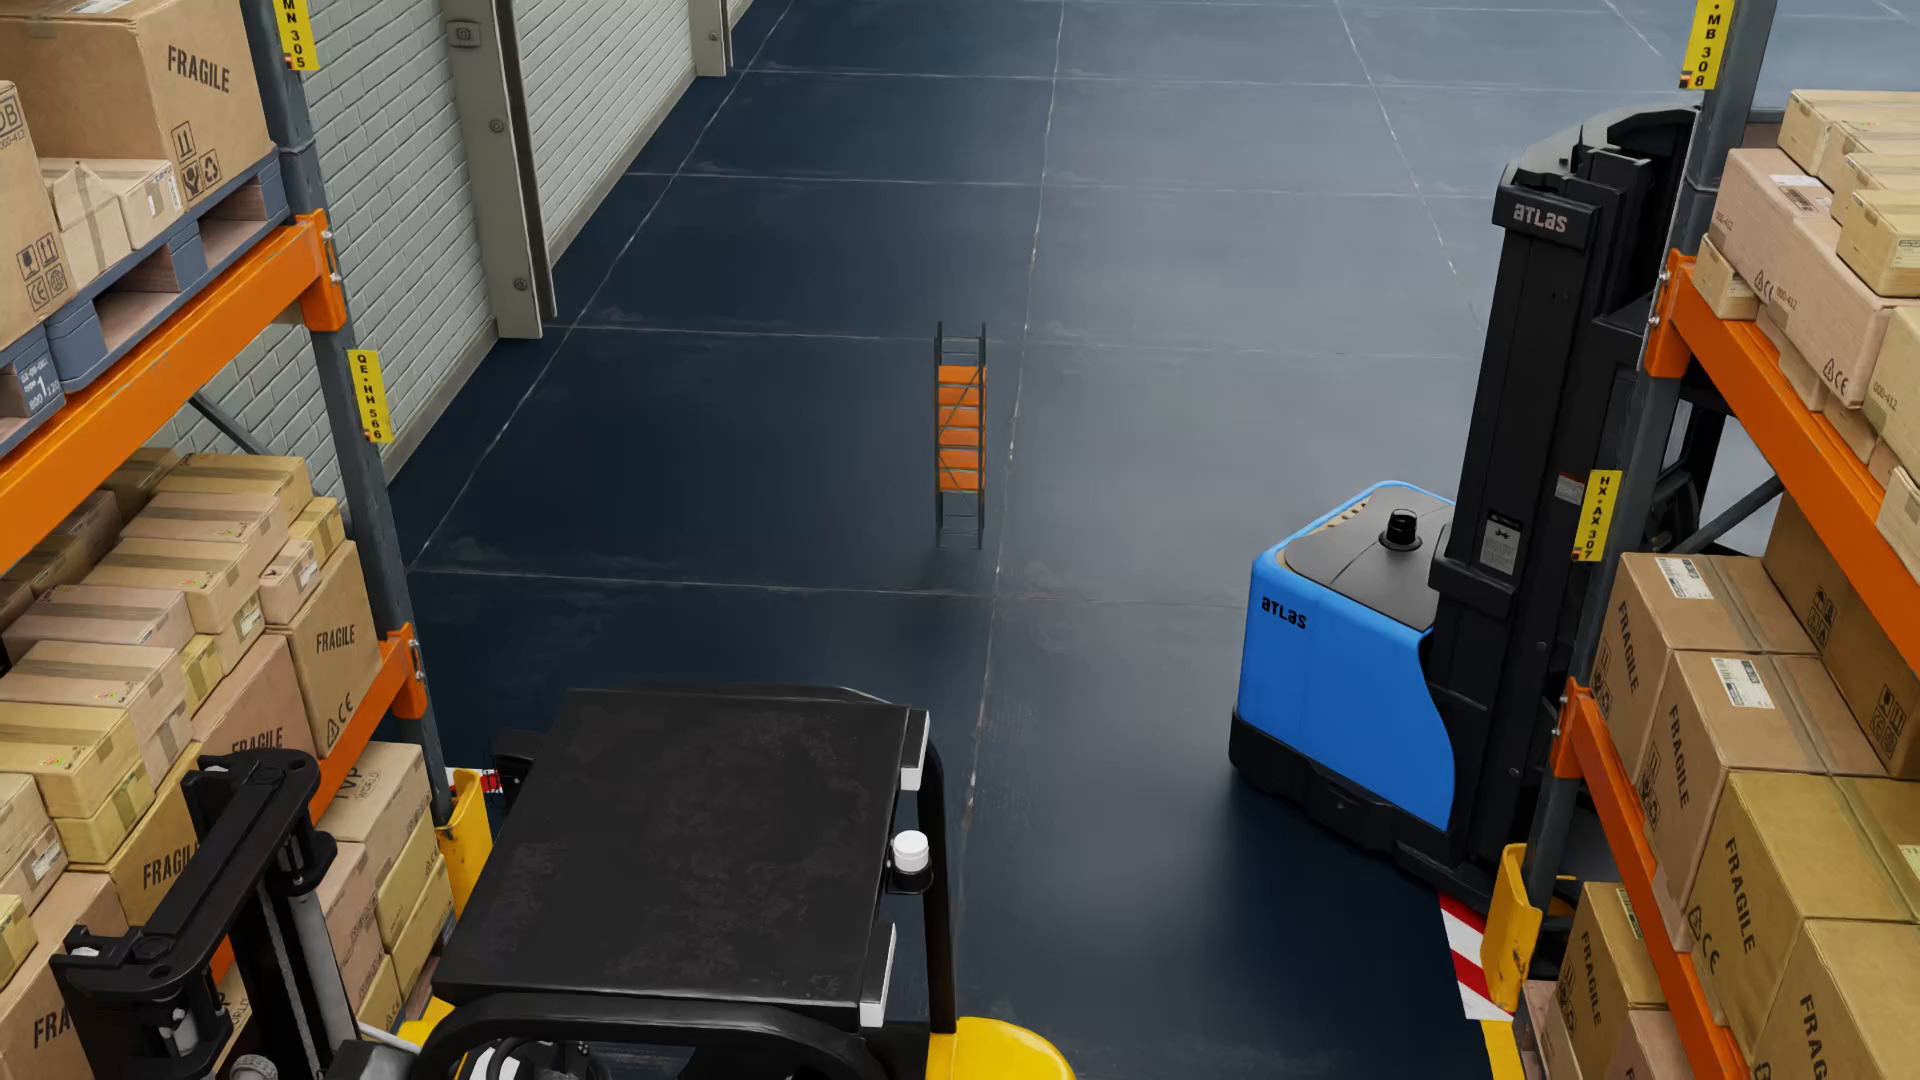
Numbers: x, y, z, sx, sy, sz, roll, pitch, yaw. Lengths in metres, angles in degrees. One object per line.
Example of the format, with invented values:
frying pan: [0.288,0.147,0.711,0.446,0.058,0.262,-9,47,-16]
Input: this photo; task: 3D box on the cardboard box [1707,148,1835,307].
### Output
cardboard box: [2.221,-0.770,4.141,0.500,0.250,0.500,2,32,3]

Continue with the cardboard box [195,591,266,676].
cardboard box: [-2.242,0.250,4.771,0.380,0.149,0.250,3,32,5]

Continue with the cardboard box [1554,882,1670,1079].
cardboard box: [2.185,1.413,5.104,0.500,0.500,0.500,1,32,2]

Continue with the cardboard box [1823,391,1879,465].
cardboard box: [2.194,-0.284,3.732,0.380,0.149,0.250,2,32,4]

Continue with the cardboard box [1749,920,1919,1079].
cardboard box: [2.100,1.188,3.584,0.500,0.500,0.500,2,32,3]

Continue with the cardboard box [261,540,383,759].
cardboard box: [-2.198,0.334,5.254,0.500,0.500,0.500,2,32,3]

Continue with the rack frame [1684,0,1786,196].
rack frame: [2.528,-2.236,3.801,1.000,3.000,0.127,2,32,4]

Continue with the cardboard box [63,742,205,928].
cardboard box: [-2.291,0.873,4.380,0.500,0.500,0.500,2,32,3]

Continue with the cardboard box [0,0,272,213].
cardboard box: [-2.213,-1.191,4.374,0.500,0.500,0.500,3,32,6]

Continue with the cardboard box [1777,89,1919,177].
cardboard box: [2.296,-1.015,4.158,0.380,0.149,0.250,2,32,4]

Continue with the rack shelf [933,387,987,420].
rack shelf: [0.001,-0.685,8.345,0.258,0.103,0.180,2,32,4]

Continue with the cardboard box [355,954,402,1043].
cardboard box: [-2.193,1.618,5.486,0.500,0.250,0.500,2,32,4]

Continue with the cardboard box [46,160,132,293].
cardboard box: [-2.205,-0.755,3.889,0.396,0.266,0.258,3,32,4]

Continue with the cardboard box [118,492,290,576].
cardboard box: [-2.228,-0.011,4.912,0.380,0.149,0.250,3,32,4]

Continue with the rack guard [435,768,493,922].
rack guard: [-2.418,1.159,6.392,1.175,0.500,0.348,2,32,4]

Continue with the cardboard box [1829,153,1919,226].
cardboard box: [2.209,-0.754,3.735,0.380,0.149,0.250,2,32,4]

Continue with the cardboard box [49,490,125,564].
cardboard box: [-2.744,-0.035,4.950,0.380,0.149,0.250,4,32,6]

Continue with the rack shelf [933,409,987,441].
rack shelf: [0.001,-0.583,8.408,0.258,0.103,0.180,2,32,4]

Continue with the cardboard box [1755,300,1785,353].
cardboard box: [2.245,-0.552,4.166,0.380,0.149,0.250,1,32,2]

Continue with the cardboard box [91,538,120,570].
cardboard box: [-2.662,0.087,5.036,0.380,0.149,0.250,2,32,4]

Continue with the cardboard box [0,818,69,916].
cardboard box: [-2.359,0.781,3.910,0.380,0.149,0.250,2,32,4]

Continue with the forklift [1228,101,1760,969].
forklift: [2.536,0.115,5.769,1.130,2.935,3.031,-27,41,-36]

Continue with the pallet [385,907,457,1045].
pallet: [-2.440,1.696,5.796,1.003,0.211,1.213,2,32,4]

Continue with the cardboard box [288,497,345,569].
cardboard box: [-2.169,-0.018,5.206,0.380,0.149,0.250,3,32,5]

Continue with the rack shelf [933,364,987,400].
rack shelf: [0.001,-0.787,8.282,0.258,0.103,0.180,2,32,4]

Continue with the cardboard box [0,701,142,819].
cardboard box: [-2.243,0.530,4.033,0.380,0.149,0.250,3,32,5]

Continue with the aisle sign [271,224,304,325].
aisle sign: [-2.121,-1.021,5.070,0.394,0.787,0.004,2,32,4]

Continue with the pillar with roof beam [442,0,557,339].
pillar with roof beam: [1.405,-5.074,8.407,9.100,9.000,0.400,2,32,4]

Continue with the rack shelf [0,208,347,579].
rack shelf: [-2.582,0.183,3.421,1.077,0.370,4.000,2,32,4]

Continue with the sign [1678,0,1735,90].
sign: [1.987,-1.354,4.397,0.100,0.325,0.005,2,32,4]

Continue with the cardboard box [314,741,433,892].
cardboard box: [-2.146,0.928,5.653,0.500,0.250,0.500,3,32,6]

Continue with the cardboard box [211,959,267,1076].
cardboard box: [-2.213,1.459,4.790,0.500,0.250,0.500,3,32,5]

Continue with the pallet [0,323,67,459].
pallet: [-2.600,-0.123,3.316,1.003,0.211,1.213,2,32,4]

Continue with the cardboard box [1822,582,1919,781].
cardboard box: [2.655,0.264,4.131,0.700,0.500,0.500,3,32,4]

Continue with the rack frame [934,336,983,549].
rack frame: [-0.006,-0.471,8.370,0.240,1.200,0.006,2,32,4]

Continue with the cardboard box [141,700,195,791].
cardboard box: [-2.248,0.521,4.332,0.380,0.149,0.250,1,32,2]

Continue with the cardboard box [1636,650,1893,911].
cardboard box: [2.174,0.655,4.449,0.500,0.500,0.500,3,32,5]

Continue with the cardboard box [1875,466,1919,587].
cardboard box: [2.076,-0.017,3.299,0.380,0.149,0.250,3,32,5]

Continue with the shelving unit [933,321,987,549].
shelving unit: [0.001,-0.518,8.447,0.258,1.200,0.189,2,32,4]

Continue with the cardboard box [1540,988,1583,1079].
cardboard box: [2.187,1.720,5.321,0.500,0.250,0.500,2,32,4]

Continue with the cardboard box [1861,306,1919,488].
cardboard box: [2.153,-0.236,3.275,0.500,0.250,0.500,3,32,5]

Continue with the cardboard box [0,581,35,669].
cardboard box: [-2.757,0.232,4.518,0.380,0.149,0.250,3,32,4]

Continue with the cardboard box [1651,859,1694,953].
cardboard box: [2.119,0.992,4.521,0.380,0.149,0.250,3,32,5]

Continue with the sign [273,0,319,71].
sign: [-1.880,-1.482,4.668,0.100,0.325,0.005,2,32,4]

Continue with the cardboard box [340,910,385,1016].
cardboard box: [-2.199,1.416,5.337,0.500,0.250,0.500,2,32,4]

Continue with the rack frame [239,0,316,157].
rack frame: [-2.420,-2.446,4.142,1.000,3.000,0.127,2,32,4]

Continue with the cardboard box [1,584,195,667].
cardboard box: [-2.316,0.254,4.482,0.380,0.149,0.250,3,32,4]

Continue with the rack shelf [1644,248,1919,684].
rack shelf: [2.365,0.393,3.080,1.077,0.370,4.000,2,32,4]
